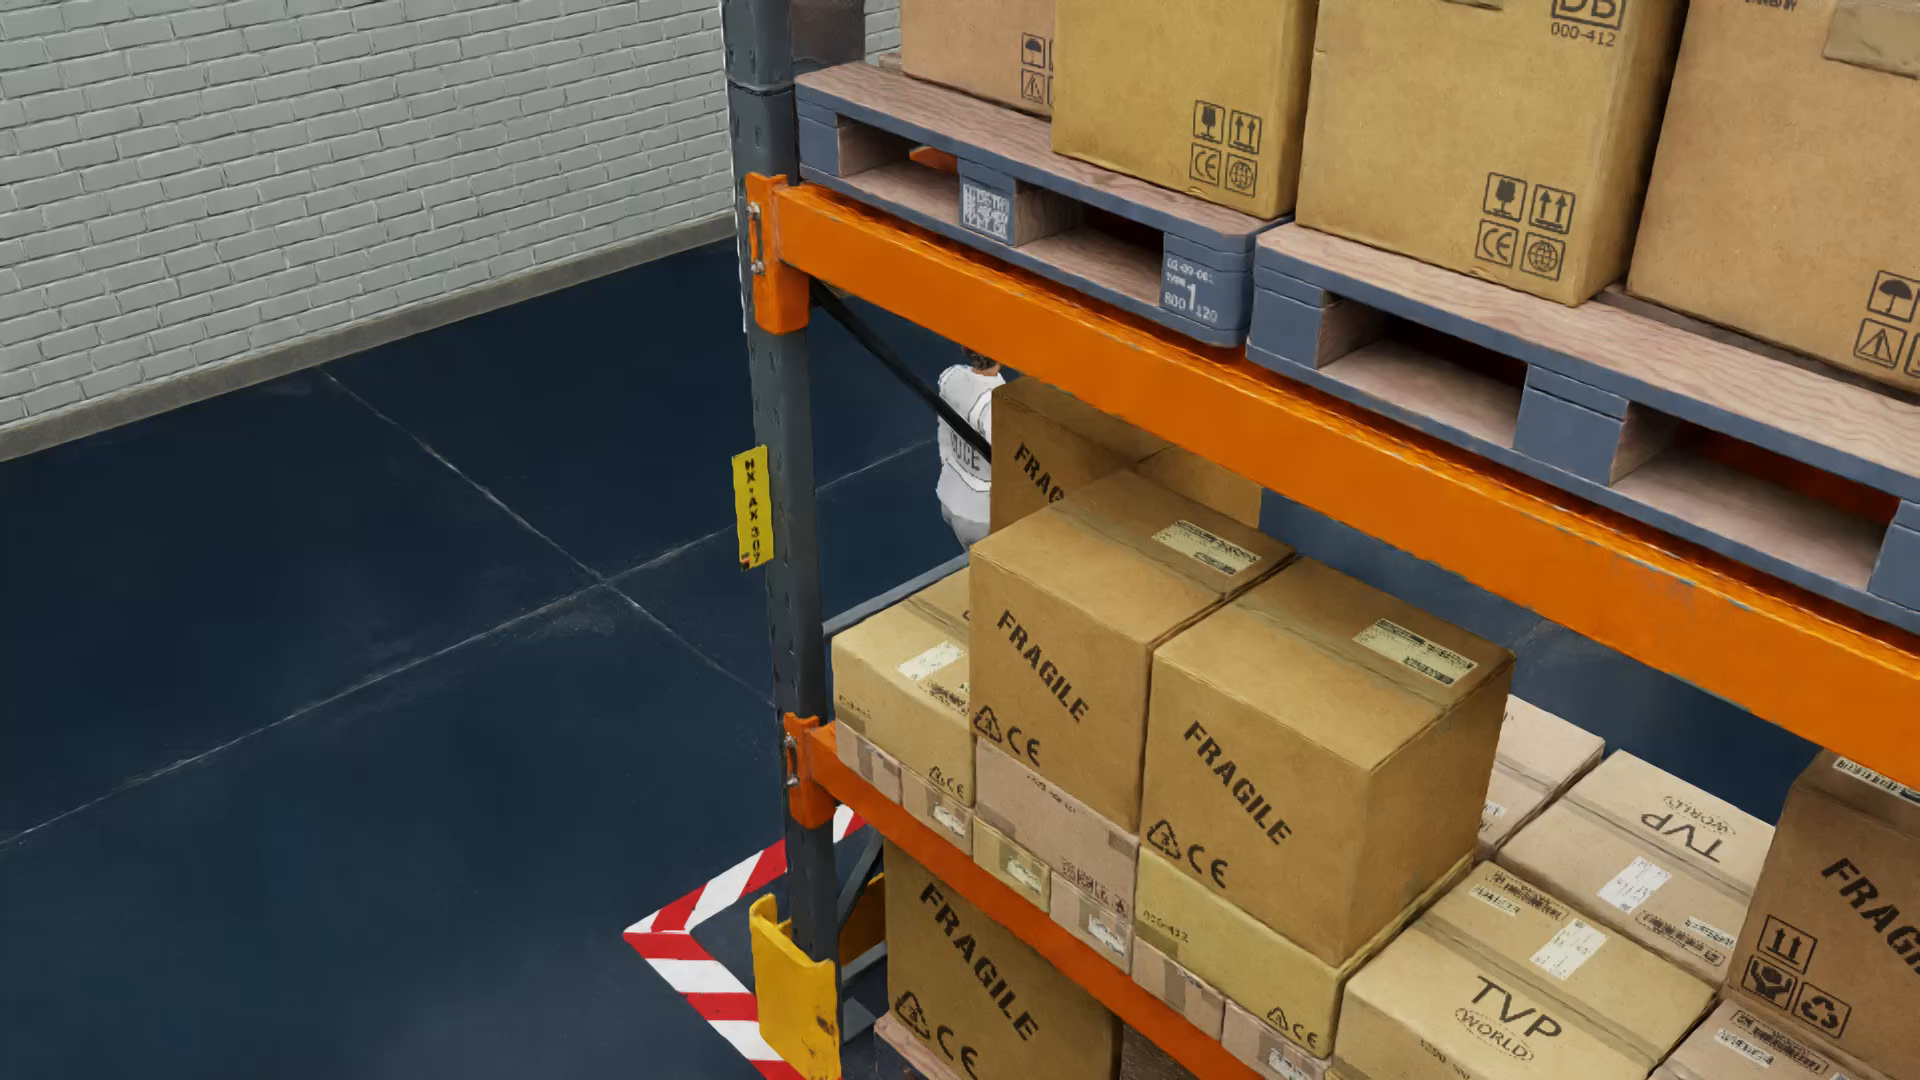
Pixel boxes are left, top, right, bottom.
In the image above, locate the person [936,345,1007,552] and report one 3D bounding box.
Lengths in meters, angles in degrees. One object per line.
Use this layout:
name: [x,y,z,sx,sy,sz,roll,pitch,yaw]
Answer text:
person: [0.081,-0.087,6.241,0.367,1.663,0.535,-12,34,-19]
